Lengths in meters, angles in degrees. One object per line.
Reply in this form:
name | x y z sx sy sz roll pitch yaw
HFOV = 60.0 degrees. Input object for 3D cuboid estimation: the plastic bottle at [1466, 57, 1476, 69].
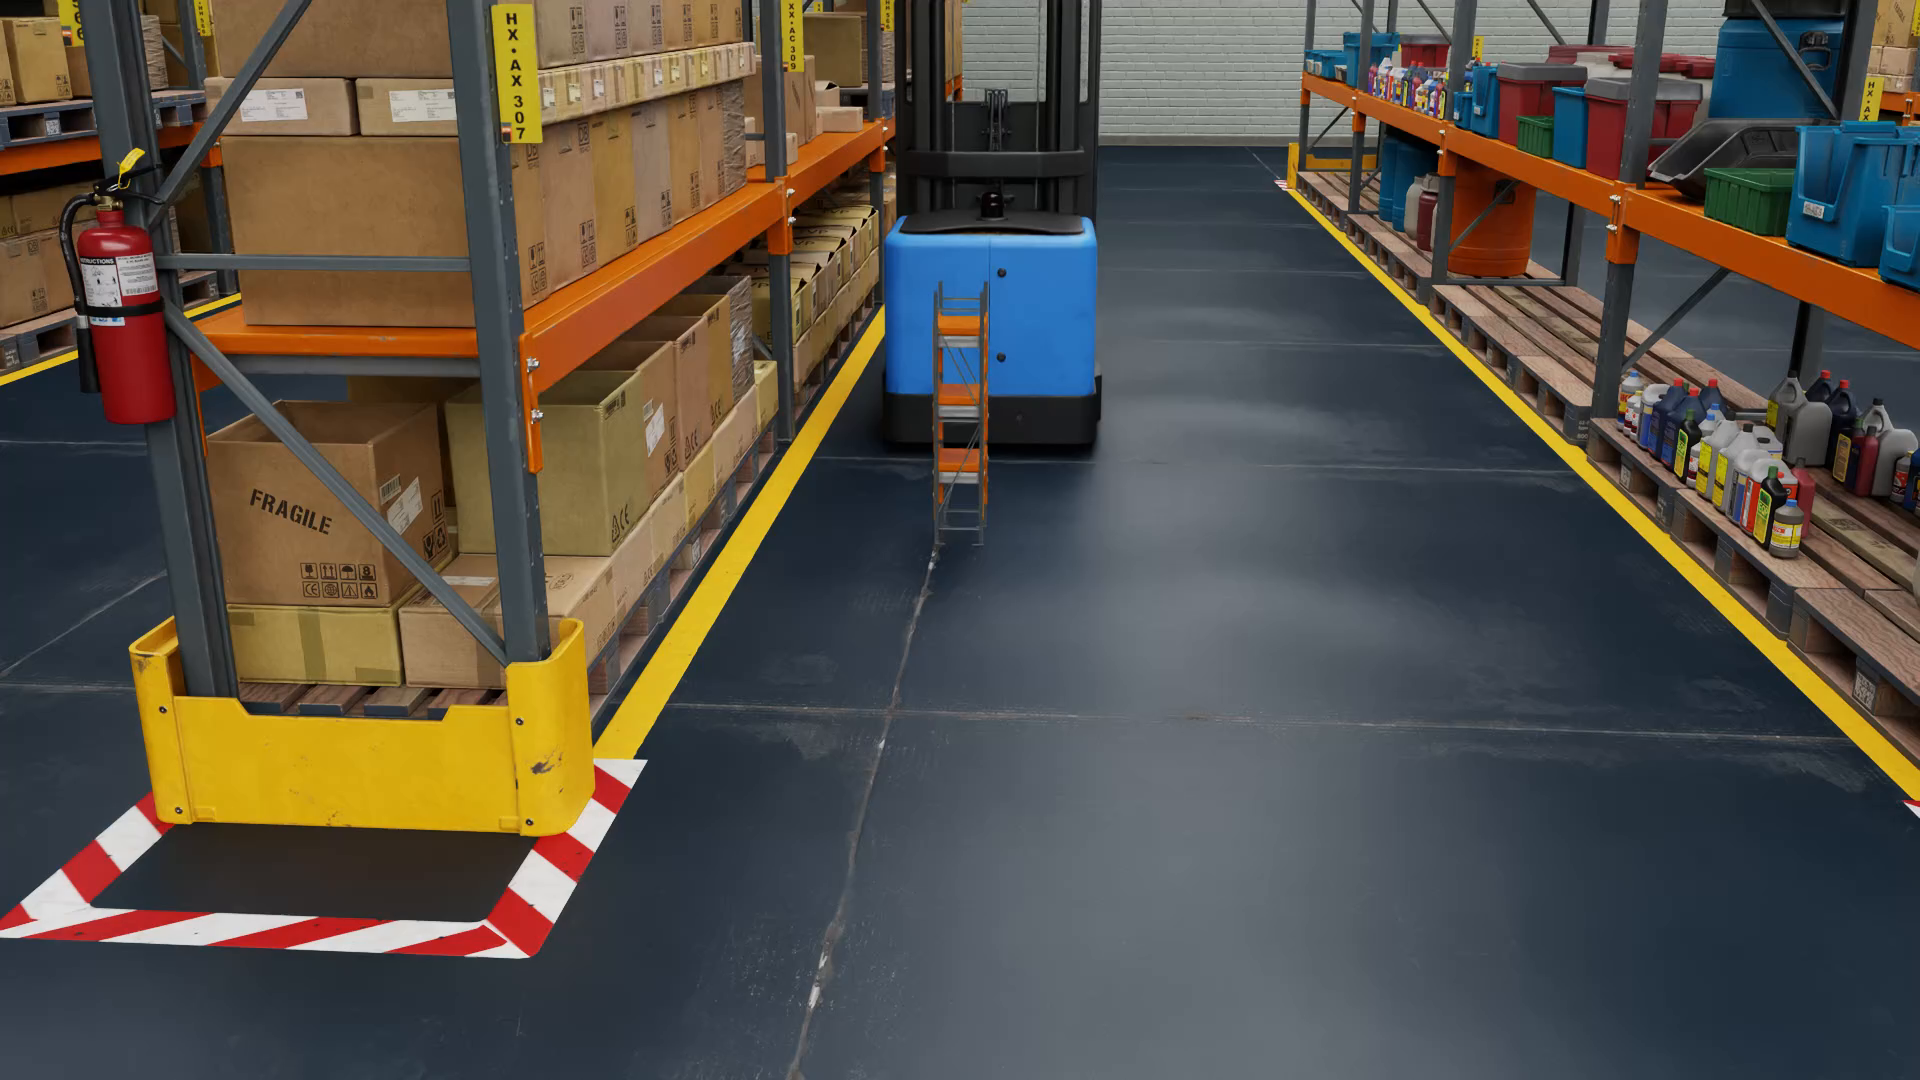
plastic bottle | 4.430 -3.998 14.386 0.144 0.351 0.185 1 18 4

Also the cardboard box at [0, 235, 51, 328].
cardboard box | -6.185 -1.620 10.358 0.700 0.500 0.500 1 18 5

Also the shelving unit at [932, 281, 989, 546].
shelving unit | 0.004 -0.516 6.810 0.215 1.050 0.252 1 18 4

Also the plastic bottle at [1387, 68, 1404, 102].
plastic bottle | 3.690 -3.832 14.001 0.152 0.276 0.135 1 18 4

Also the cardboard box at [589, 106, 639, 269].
cardboard box | -1.511 -1.208 5.633 0.700 0.500 0.500 1 18 4

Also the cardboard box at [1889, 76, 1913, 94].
cardboard box | 8.805 -4.186 15.285 0.380 0.149 0.250 1 18 4

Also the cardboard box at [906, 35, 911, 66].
cardboard box | -0.462 -4.626 16.062 0.500 0.500 0.500 2 18 5

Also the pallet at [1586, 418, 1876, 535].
pallet | 3.506 -0.297 7.490 1.003 0.211 1.213 1 18 4

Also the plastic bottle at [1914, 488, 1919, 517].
plastic bottle | 3.789 -0.191 6.476 0.097 0.201 0.097 0 18 0

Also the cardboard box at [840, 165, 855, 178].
cardboard box | -1.156 -3.192 13.952 0.500 0.250 0.500 1 18 3

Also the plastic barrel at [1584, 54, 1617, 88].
plastic barrel | 3.992 -2.670 10.074 0.421 0.512 0.421 0 18 0

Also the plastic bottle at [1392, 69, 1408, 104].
plastic bottle | 3.673 -3.760 13.781 0.152 0.276 0.135 1 18 4

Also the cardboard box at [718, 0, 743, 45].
cardboard box | -1.370 -2.467 7.391 0.700 0.500 0.500 1 18 4

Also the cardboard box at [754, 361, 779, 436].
cardboard box | -1.160 -0.685 7.938 0.500 0.250 0.500 1 18 4

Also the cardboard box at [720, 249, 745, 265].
cardboard box | -1.532 -1.549 9.675 0.500 0.311 0.500 1 18 4

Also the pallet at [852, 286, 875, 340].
pallet | -1.155 -1.604 11.478 1.003 0.211 1.213 1 18 4

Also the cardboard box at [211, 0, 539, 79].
cardboard box | -1.581 -1.524 4.513 0.700 0.500 0.500 1 18 4

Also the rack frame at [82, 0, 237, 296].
rack frame | -5.999 -3.293 12.155 1.000 3.000 0.127 1 18 4

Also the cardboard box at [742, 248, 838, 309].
cardboard box | -0.989 -1.540 9.645 0.500 0.311 0.500 1 18 2

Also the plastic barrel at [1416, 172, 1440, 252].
plastic barrel | 3.982 -2.629 13.326 0.600 0.588 0.708 1 18 4

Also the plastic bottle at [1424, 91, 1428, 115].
plastic bottle | 3.550 -3.310 12.528 0.097 0.201 0.097 0 18 0

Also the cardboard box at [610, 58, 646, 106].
cardboard box | -1.298 -1.572 5.700 0.380 0.149 0.250 1 18 3

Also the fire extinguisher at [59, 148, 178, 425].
fire extinguisher | -2.103 -0.636 4.170 0.296 0.674 0.183 1 18 4

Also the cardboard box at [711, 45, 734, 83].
cardboard box | -1.186 -2.050 7.159 0.380 0.149 0.250 1 18 2

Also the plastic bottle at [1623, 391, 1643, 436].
plastic bottle | 3.129 -0.588 7.688 0.097 0.201 0.097 0 18 0

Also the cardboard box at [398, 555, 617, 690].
cardboard box | -1.371 0.247 5.095 0.500 0.250 0.500 1 18 4

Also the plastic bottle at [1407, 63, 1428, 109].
plastic bottle | 3.621 -3.587 13.132 0.144 0.351 0.185 1 18 4

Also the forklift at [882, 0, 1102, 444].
forklift | 0.208 -2.267 9.135 1.130 2.935 3.031 1 18 2

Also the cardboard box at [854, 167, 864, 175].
cardboard box | -1.119 -2.981 14.512 0.500 0.500 0.500 2 18 5

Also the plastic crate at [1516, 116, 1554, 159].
plastic crate | 3.439 -2.276 9.392 0.450 0.188 0.662 1 18 4

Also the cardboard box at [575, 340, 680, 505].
cardboard box | -1.314 -0.421 5.927 0.500 0.500 0.500 1 18 4

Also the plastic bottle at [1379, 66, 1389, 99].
plastic bottle | 3.695 -3.969 14.424 0.097 0.271 0.097 0 18 0

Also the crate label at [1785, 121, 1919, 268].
crate label | 3.171 -1.182 5.655 0.502 0.435 0.616 1 18 4

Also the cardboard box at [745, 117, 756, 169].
cardboard box | -1.353 -2.024 8.523 0.500 0.250 0.500 2 18 7

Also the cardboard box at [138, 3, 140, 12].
cardboard box | -5.994 -3.750 11.641 0.380 0.149 0.250 -1 18 -3

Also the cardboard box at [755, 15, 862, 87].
cardboard box | -1.125 -3.629 12.345 0.700 0.500 0.500 -5 19 -15

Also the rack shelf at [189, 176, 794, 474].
rack shelf | -1.488 -0.978 6.246 1.077 0.370 4.000 1 18 4

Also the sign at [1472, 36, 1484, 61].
sign | 4.718 -4.433 15.189 0.100 0.325 0.005 1 18 4

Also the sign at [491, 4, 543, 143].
sign | -1.078 -1.134 4.048 0.100 0.325 0.005 1 18 4

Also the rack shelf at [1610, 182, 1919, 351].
rack shelf | 3.453 -0.866 5.905 1.077 0.370 4.000 1 18 4

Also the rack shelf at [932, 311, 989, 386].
rack shelf | 0.004 -0.775 6.725 0.215 0.259 0.240 1 18 4

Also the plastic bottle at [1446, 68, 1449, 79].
plastic bottle | 4.286 -4.001 14.396 0.144 0.351 0.185 1 18 4

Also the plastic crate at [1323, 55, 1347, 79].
plastic crate | 3.994 -4.934 17.336 0.416 0.233 0.300 1 18 4

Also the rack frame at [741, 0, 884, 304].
rack frame | -1.058 -3.184 11.821 1.000 3.000 0.127 1 18 4

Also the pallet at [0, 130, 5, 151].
pallet | -6.086 -2.194 9.108 1.003 0.211 1.213 1 18 4

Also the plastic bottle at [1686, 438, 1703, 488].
plastic bottle | 3.067 -0.321 6.874 0.097 0.201 0.097 0 18 0

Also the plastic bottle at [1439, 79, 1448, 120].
plastic bottle | 3.486 -3.152 11.911 0.061 0.283 0.133 1 18 4

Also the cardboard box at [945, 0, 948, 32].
cardboard box | -0.382 -5.408 16.845 0.500 0.500 0.500 1 18 2

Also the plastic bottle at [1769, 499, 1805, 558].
plastic bottle | 3.004 -0.047 6.036 0.097 0.201 0.097 0 18 0

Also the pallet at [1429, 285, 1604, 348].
pallet | 3.789 -1.507 11.183 1.003 0.211 1.213 1 18 4

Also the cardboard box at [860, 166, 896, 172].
cardboard box | -0.600 -2.978 14.503 0.500 0.500 0.500 2 18 5

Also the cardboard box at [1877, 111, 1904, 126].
cardboard box | 9.237 -3.597 15.820 0.875 0.875 0.875 1 18 4

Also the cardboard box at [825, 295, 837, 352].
cardboard box | -0.996 -1.274 9.734 0.500 0.250 0.500 1 18 2

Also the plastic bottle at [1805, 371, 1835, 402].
plastic bottle | 3.837 -0.573 7.403 0.144 0.351 0.185 1 18 2
